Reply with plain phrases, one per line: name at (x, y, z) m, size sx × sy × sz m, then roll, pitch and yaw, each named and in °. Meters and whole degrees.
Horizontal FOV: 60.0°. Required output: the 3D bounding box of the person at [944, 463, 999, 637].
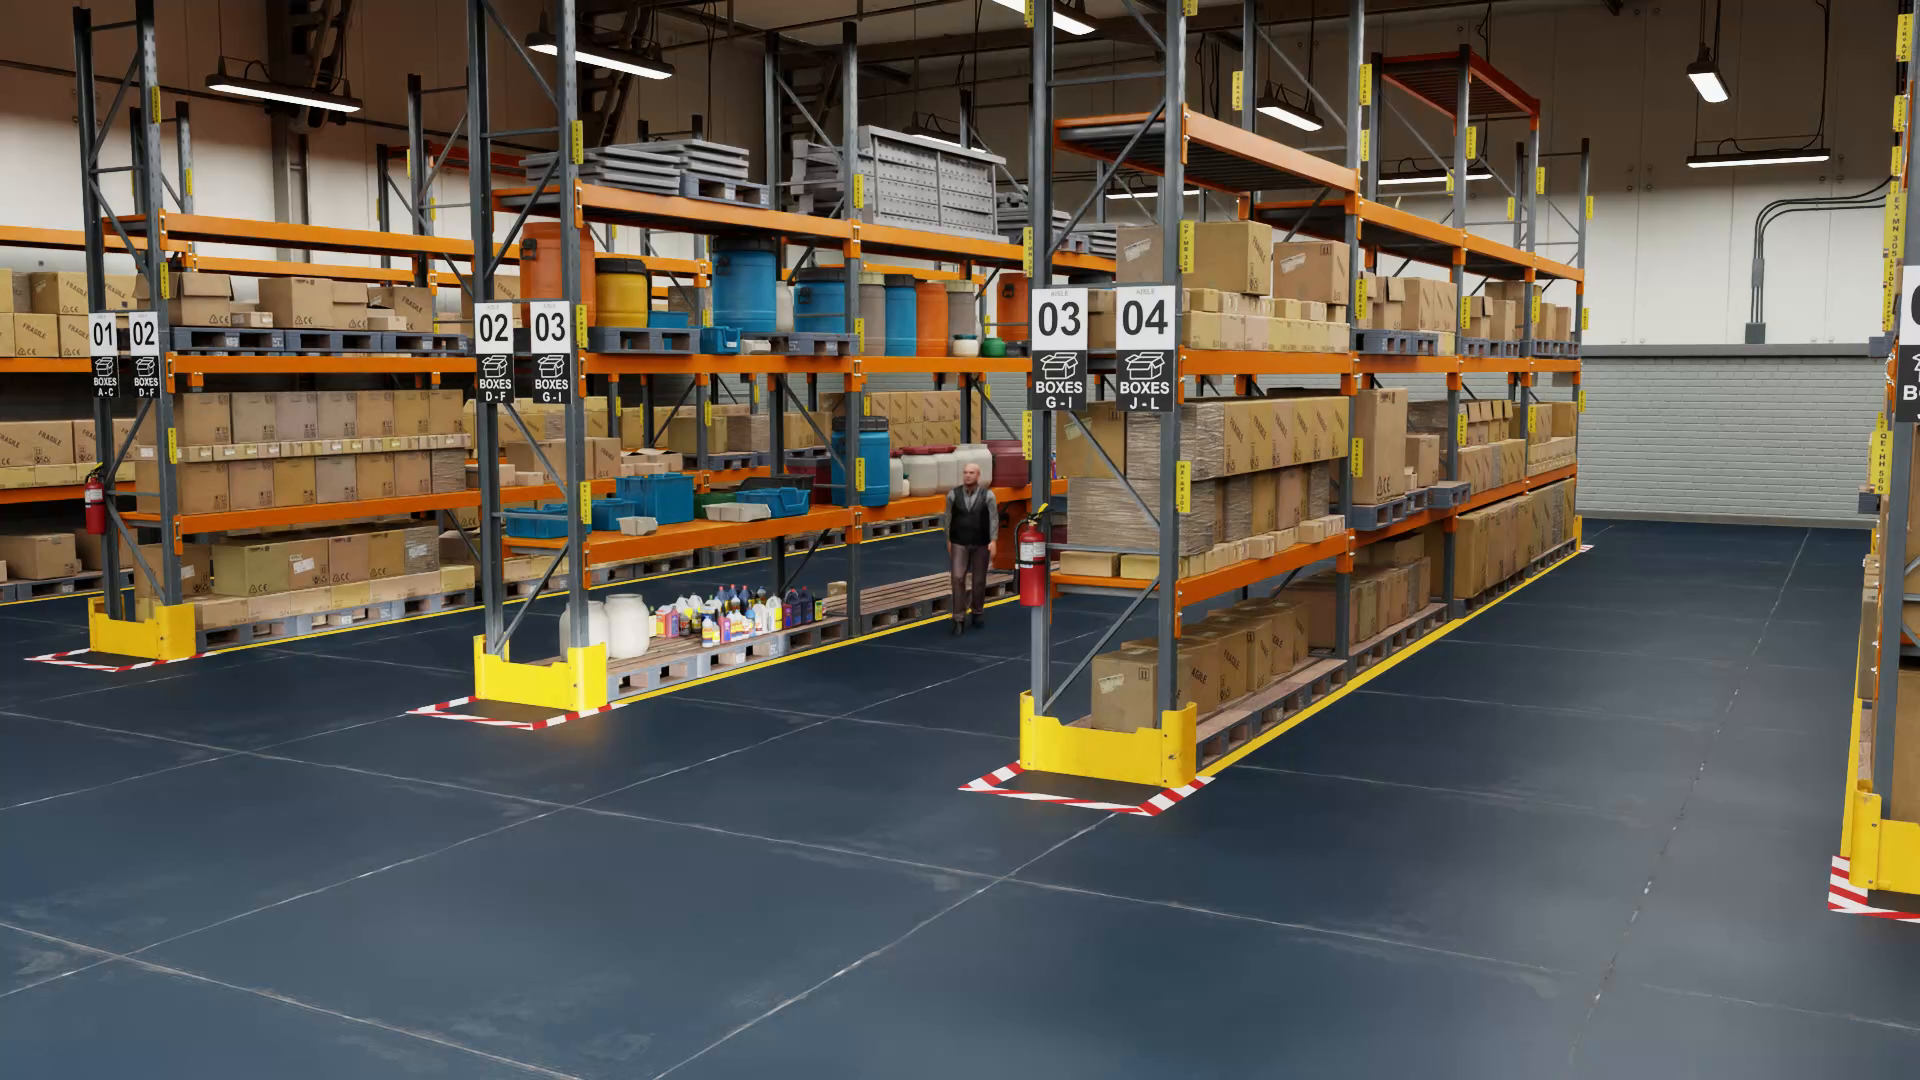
person at (0.116, 0.085, 16.994) m, size 0.567 × 1.745 × 0.832 m, roll 0°, pitch 6°, yaw 2°
